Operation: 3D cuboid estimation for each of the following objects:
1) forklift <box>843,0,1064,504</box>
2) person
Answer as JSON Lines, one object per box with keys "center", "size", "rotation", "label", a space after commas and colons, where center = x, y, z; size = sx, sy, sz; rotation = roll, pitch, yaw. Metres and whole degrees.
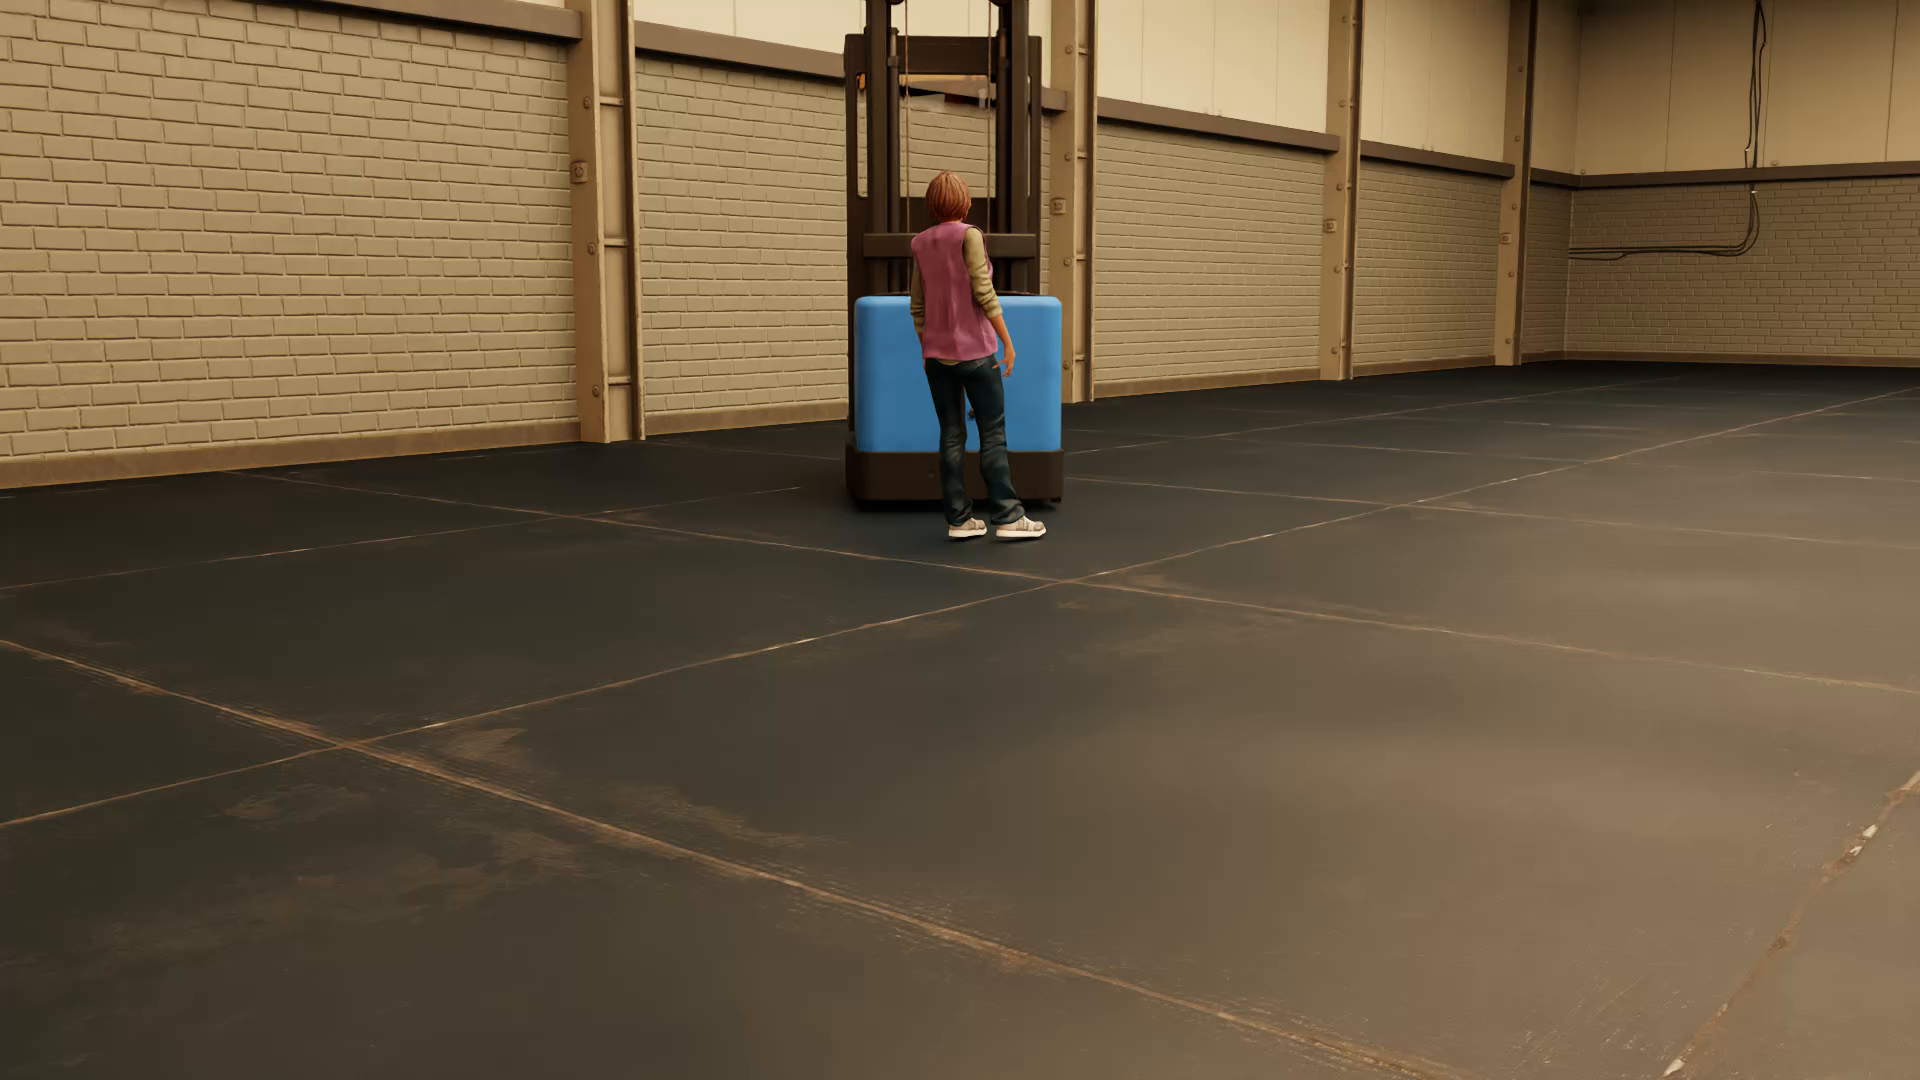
{"center": [-0.111, -1.798, 9.567], "size": [1.130, 2.935, 3.031], "rotation": [-1, 8, -4], "label": "forklift"}
{"center": [0.058, -0.804, 7.338], "size": [0.520, 1.600, 0.472], "rotation": [7, 11, 38], "label": "person"}
